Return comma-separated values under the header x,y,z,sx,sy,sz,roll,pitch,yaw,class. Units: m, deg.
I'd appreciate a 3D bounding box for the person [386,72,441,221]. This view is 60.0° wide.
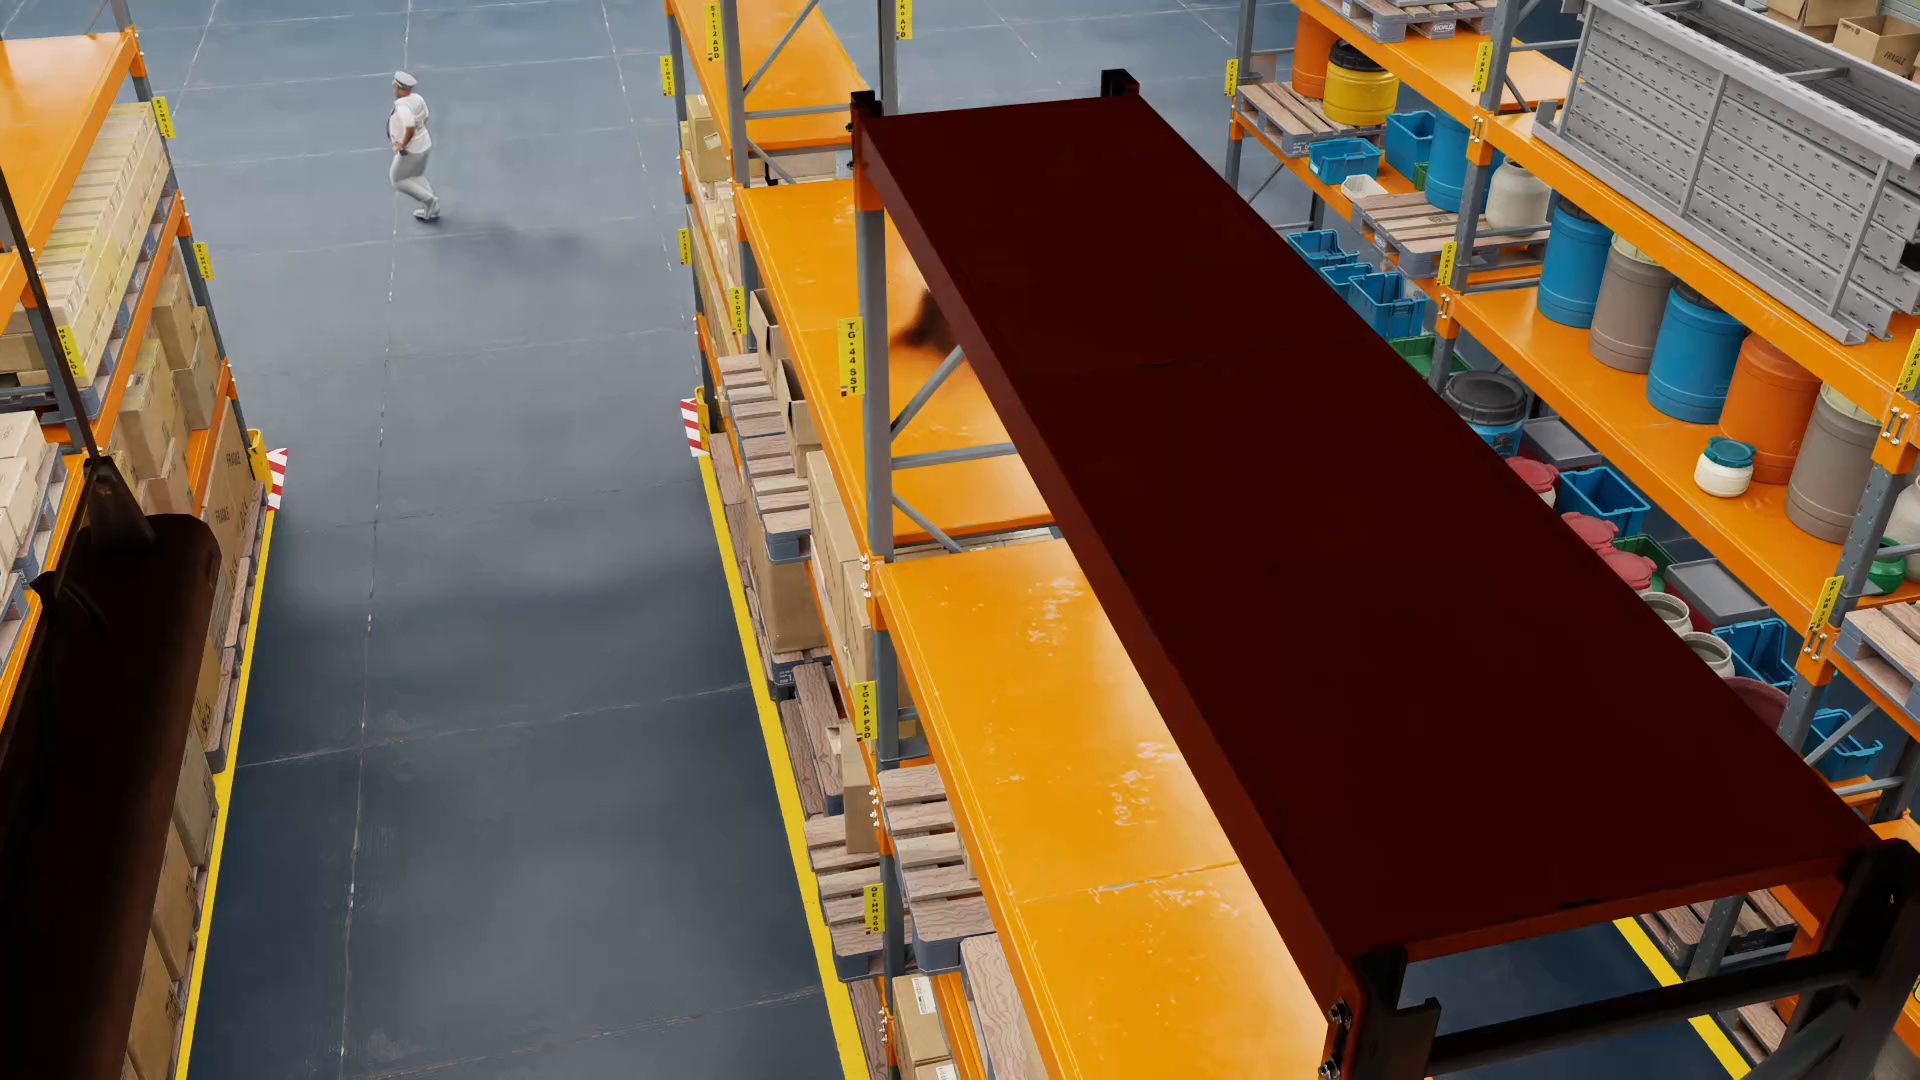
x,y,z,sx,sy,sz,roll,pitch,yaw,class
-6.369,-4.538,19.172,0.606,1.731,0.653,7,35,9,person

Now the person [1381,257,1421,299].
x,y,z,sx,sy,sz,roll,pitch,yaw,class
4.326,-2.438,16.207,0.574,1.657,0.636,-21,40,-28,person
